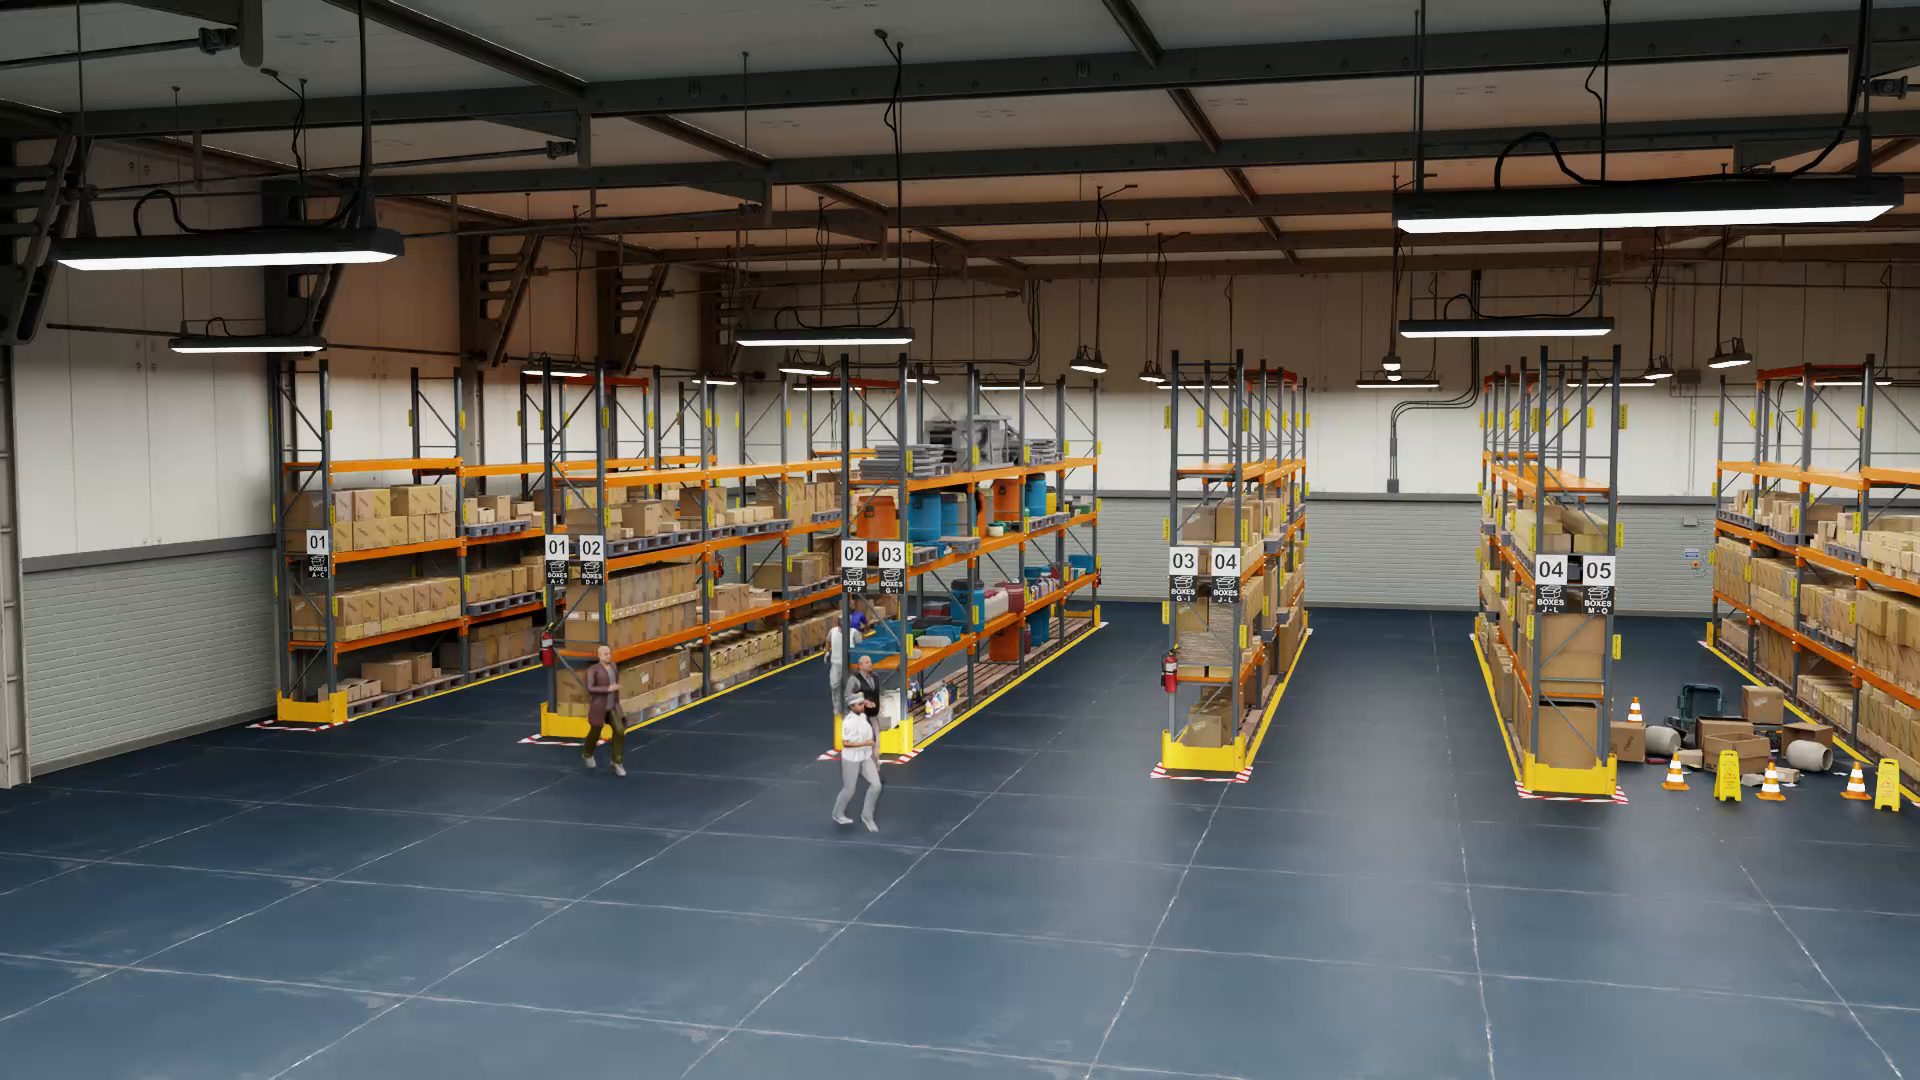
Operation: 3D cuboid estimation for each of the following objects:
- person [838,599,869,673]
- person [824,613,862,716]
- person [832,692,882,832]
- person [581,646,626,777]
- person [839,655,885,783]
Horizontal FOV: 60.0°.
[{"bbox_3d":[-2.009,1.930,31.028,0.579,1.657,0.923,0,4,2],"label":"person"},{"bbox_3d":[-1.984,2.095,28.055,0.660,1.768,0.680,0,4,5],"label":"person"},{"bbox_3d":[-1.256,2.715,20.289,0.746,1.744,0.554,3,5,38],"label":"person"},{"bbox_3d":[-5.068,2.408,23.609,0.674,1.837,0.951,-4,6,-44],"label":"person"},{"bbox_3d":[-1.342,2.472,23.235,0.680,1.740,0.849,-4,5,-40],"label":"person"}]
